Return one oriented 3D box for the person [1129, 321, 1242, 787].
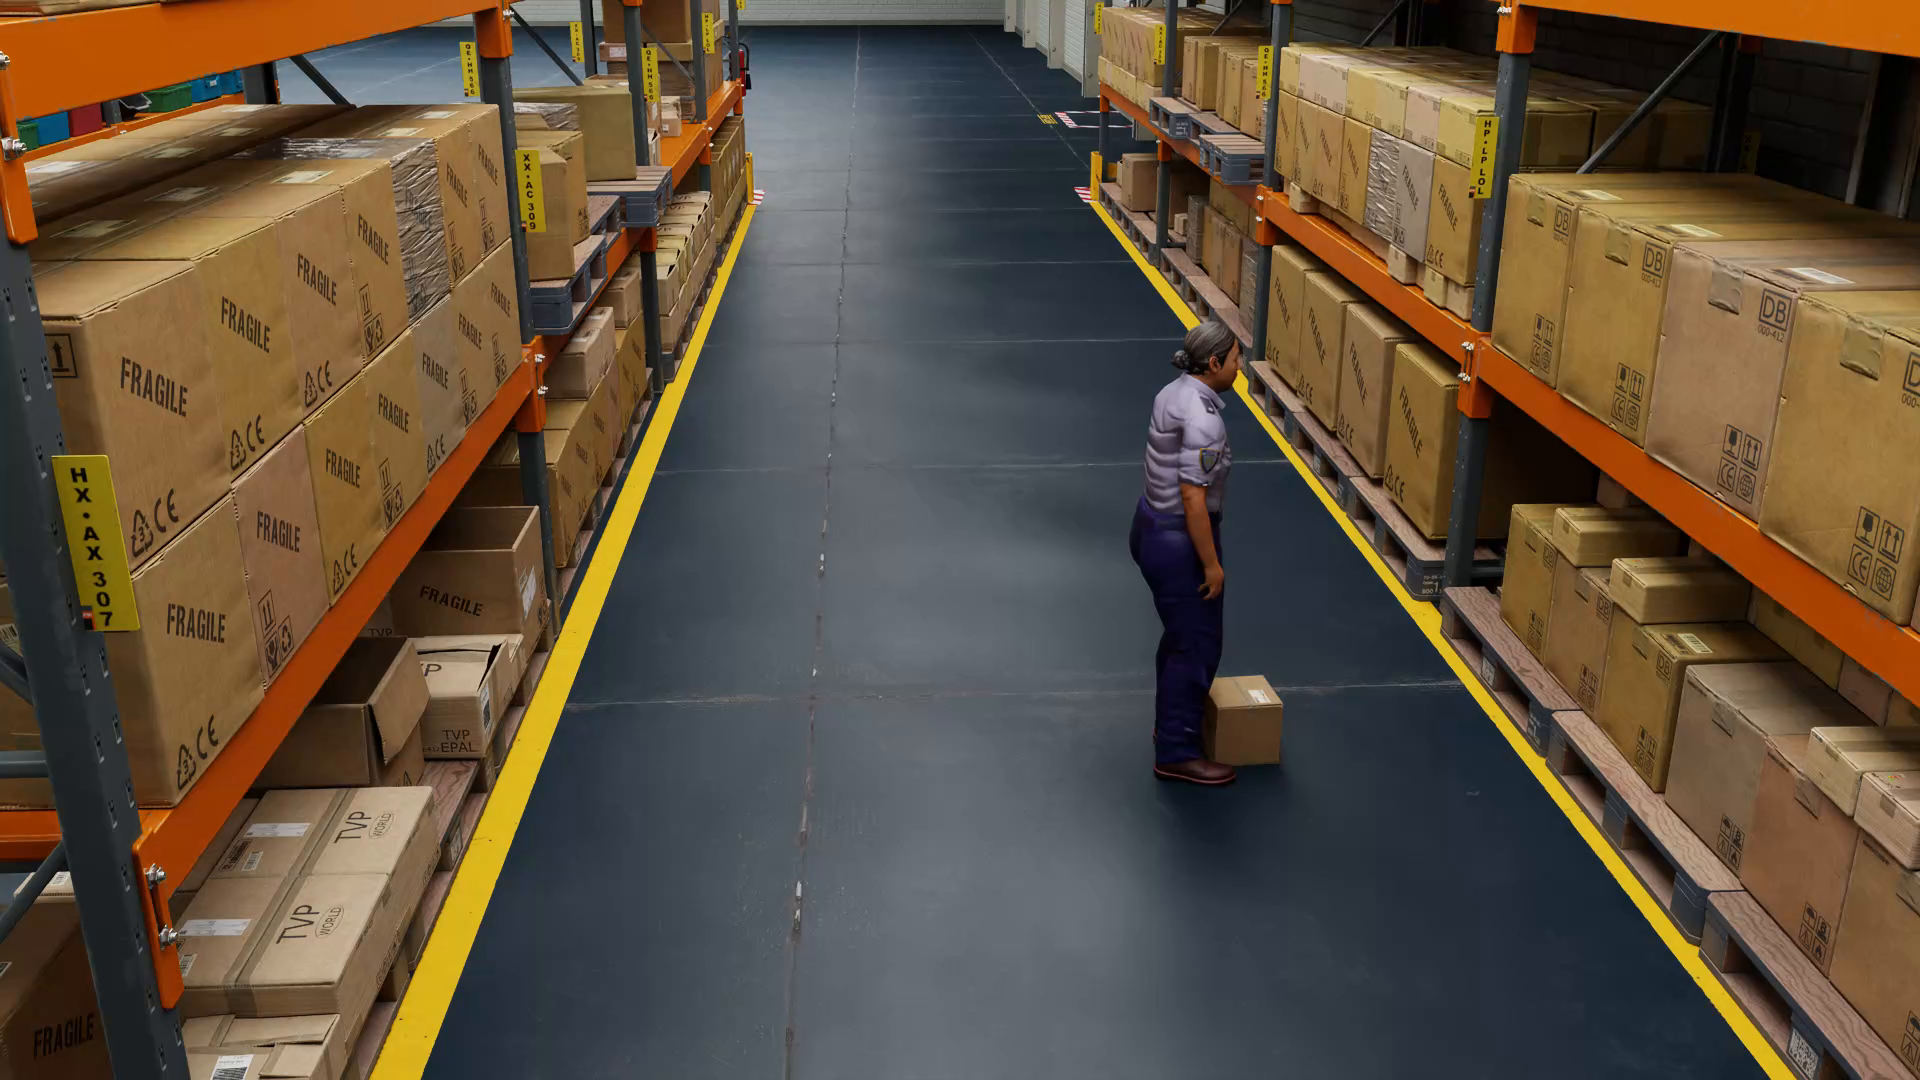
[{"bbox_3d":[0.841,0.030,6.008,0.419,1.652,0.564,-2,21,-6],"label":"person"}]
